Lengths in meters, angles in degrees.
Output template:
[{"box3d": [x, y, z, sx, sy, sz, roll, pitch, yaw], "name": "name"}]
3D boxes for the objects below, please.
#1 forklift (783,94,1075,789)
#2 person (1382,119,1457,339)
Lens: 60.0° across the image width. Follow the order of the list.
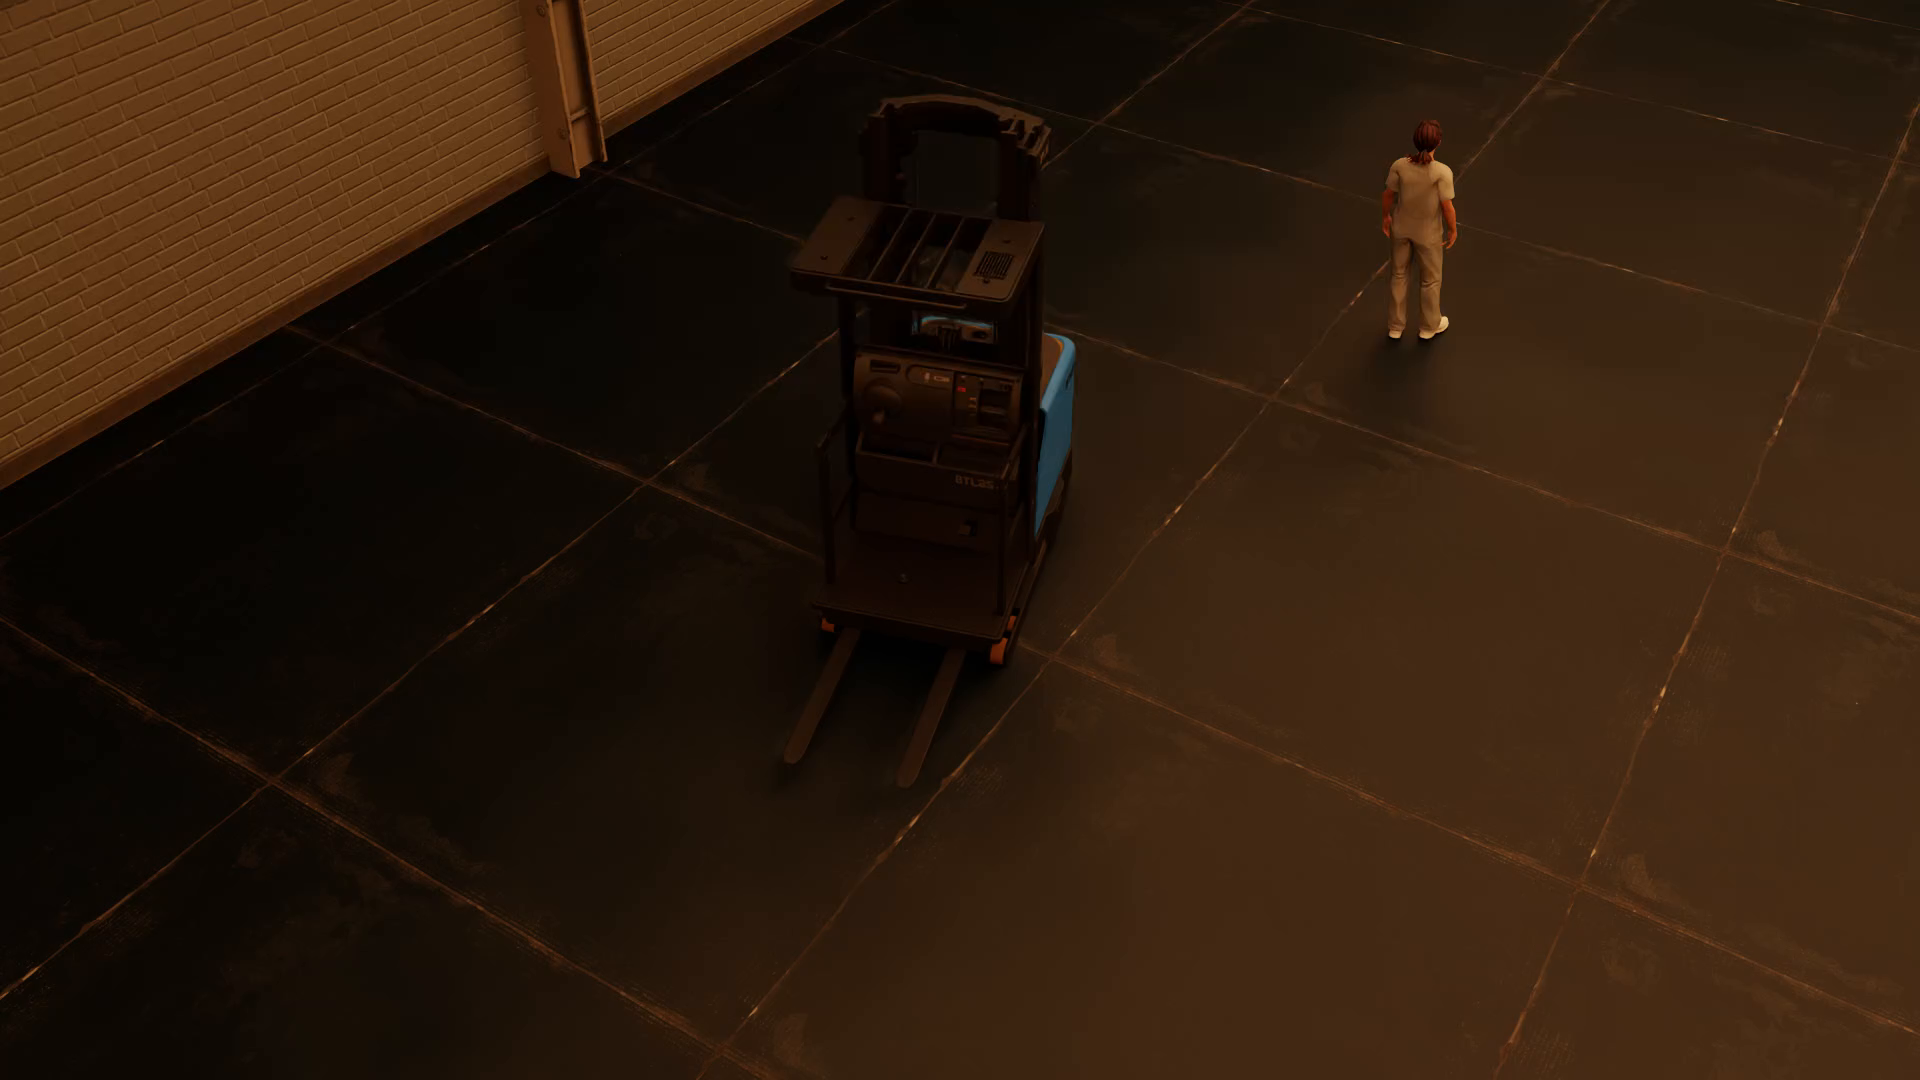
[{"box3d": [-0.179, -0.692, 8.783, 1.130, 2.935, 3.031, 10, 41, 12], "name": "forklift"}, {"box3d": [3.178, -2.152, 11.466, 0.549, 1.675, 0.549, 23, 45, 25], "name": "person"}]
